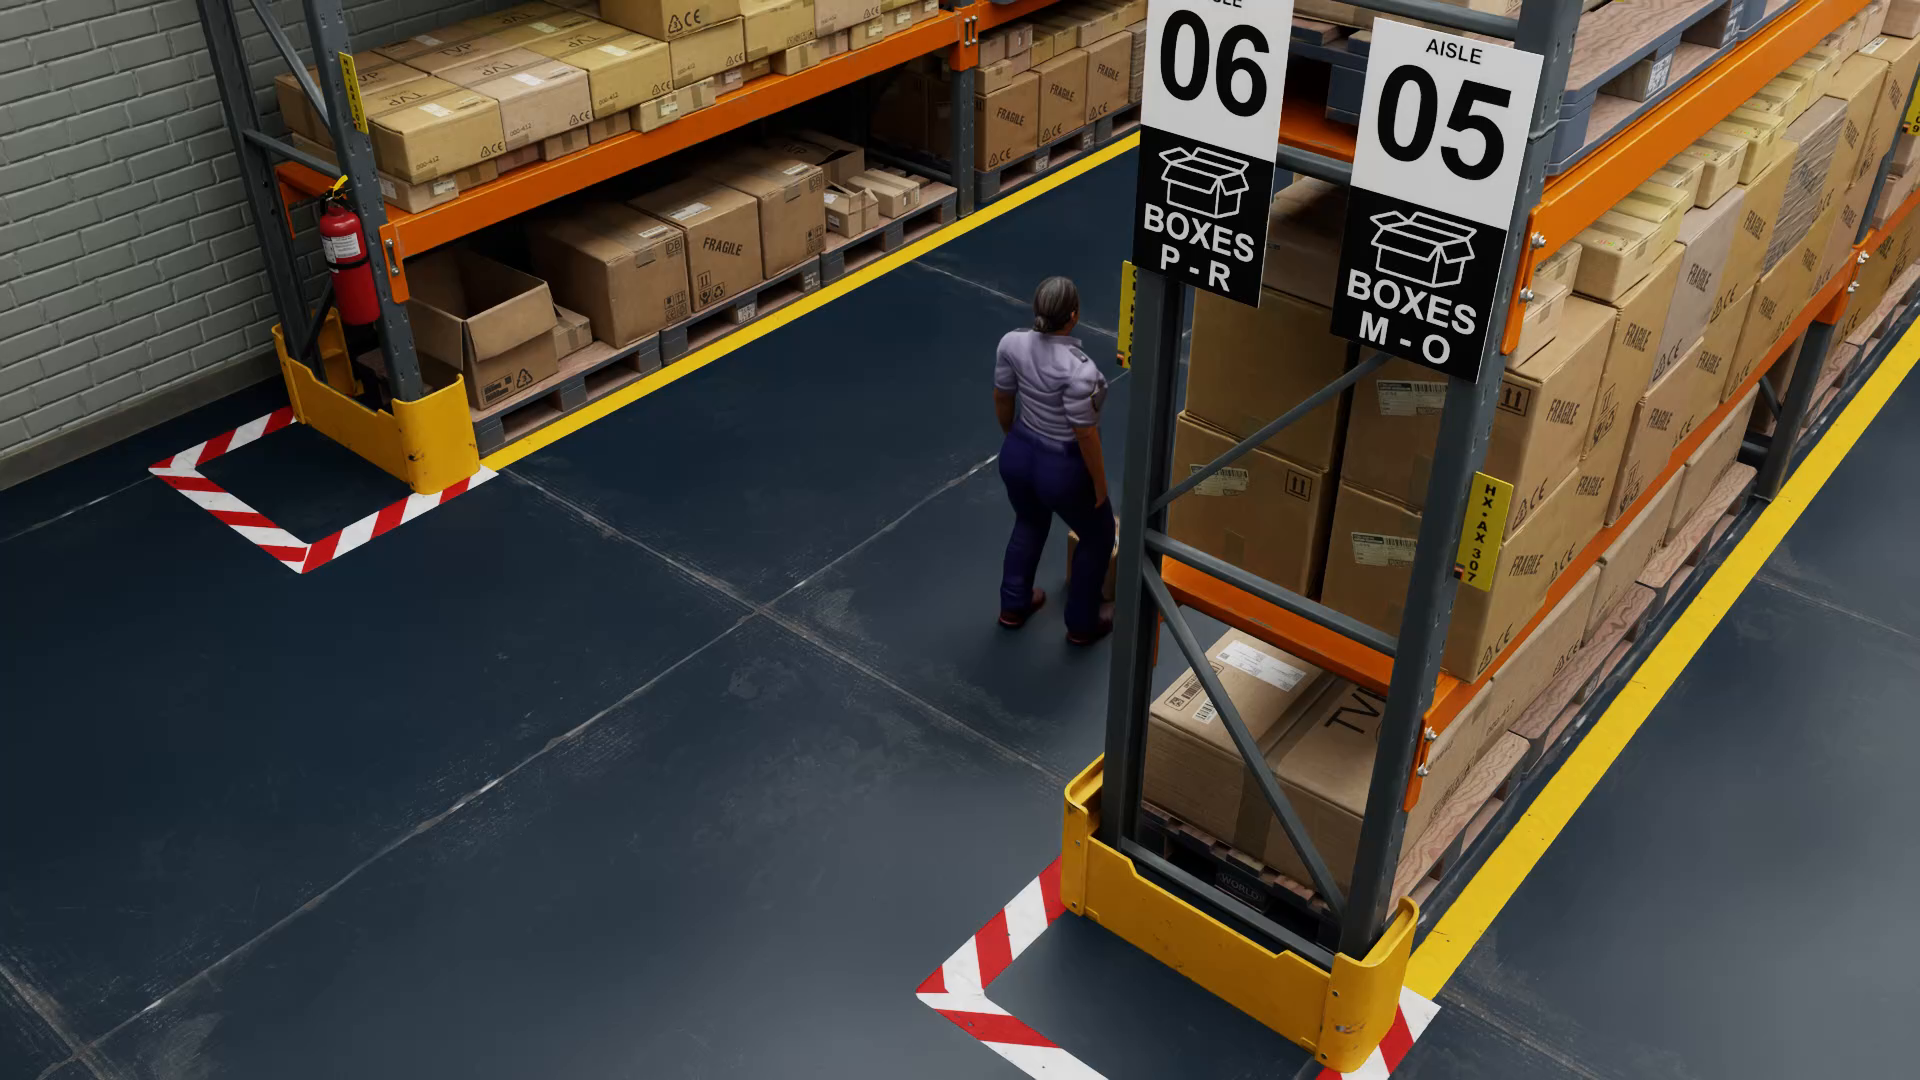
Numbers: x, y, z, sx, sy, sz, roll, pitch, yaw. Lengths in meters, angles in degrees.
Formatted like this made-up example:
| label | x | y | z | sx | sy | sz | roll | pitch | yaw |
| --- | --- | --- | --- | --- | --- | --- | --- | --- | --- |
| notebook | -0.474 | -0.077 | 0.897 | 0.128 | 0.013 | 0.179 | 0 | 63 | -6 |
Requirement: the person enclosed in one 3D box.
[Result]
| label | x | y | z | sx | sy | sz | roll | pitch | yaw |
| --- | --- | --- | --- | --- | --- | --- | --- | --- | --- |
| person | 0.383 | -0.324 | 6.640 | 0.538 | 1.636 | 0.437 | 27 | 43 | 32 |
